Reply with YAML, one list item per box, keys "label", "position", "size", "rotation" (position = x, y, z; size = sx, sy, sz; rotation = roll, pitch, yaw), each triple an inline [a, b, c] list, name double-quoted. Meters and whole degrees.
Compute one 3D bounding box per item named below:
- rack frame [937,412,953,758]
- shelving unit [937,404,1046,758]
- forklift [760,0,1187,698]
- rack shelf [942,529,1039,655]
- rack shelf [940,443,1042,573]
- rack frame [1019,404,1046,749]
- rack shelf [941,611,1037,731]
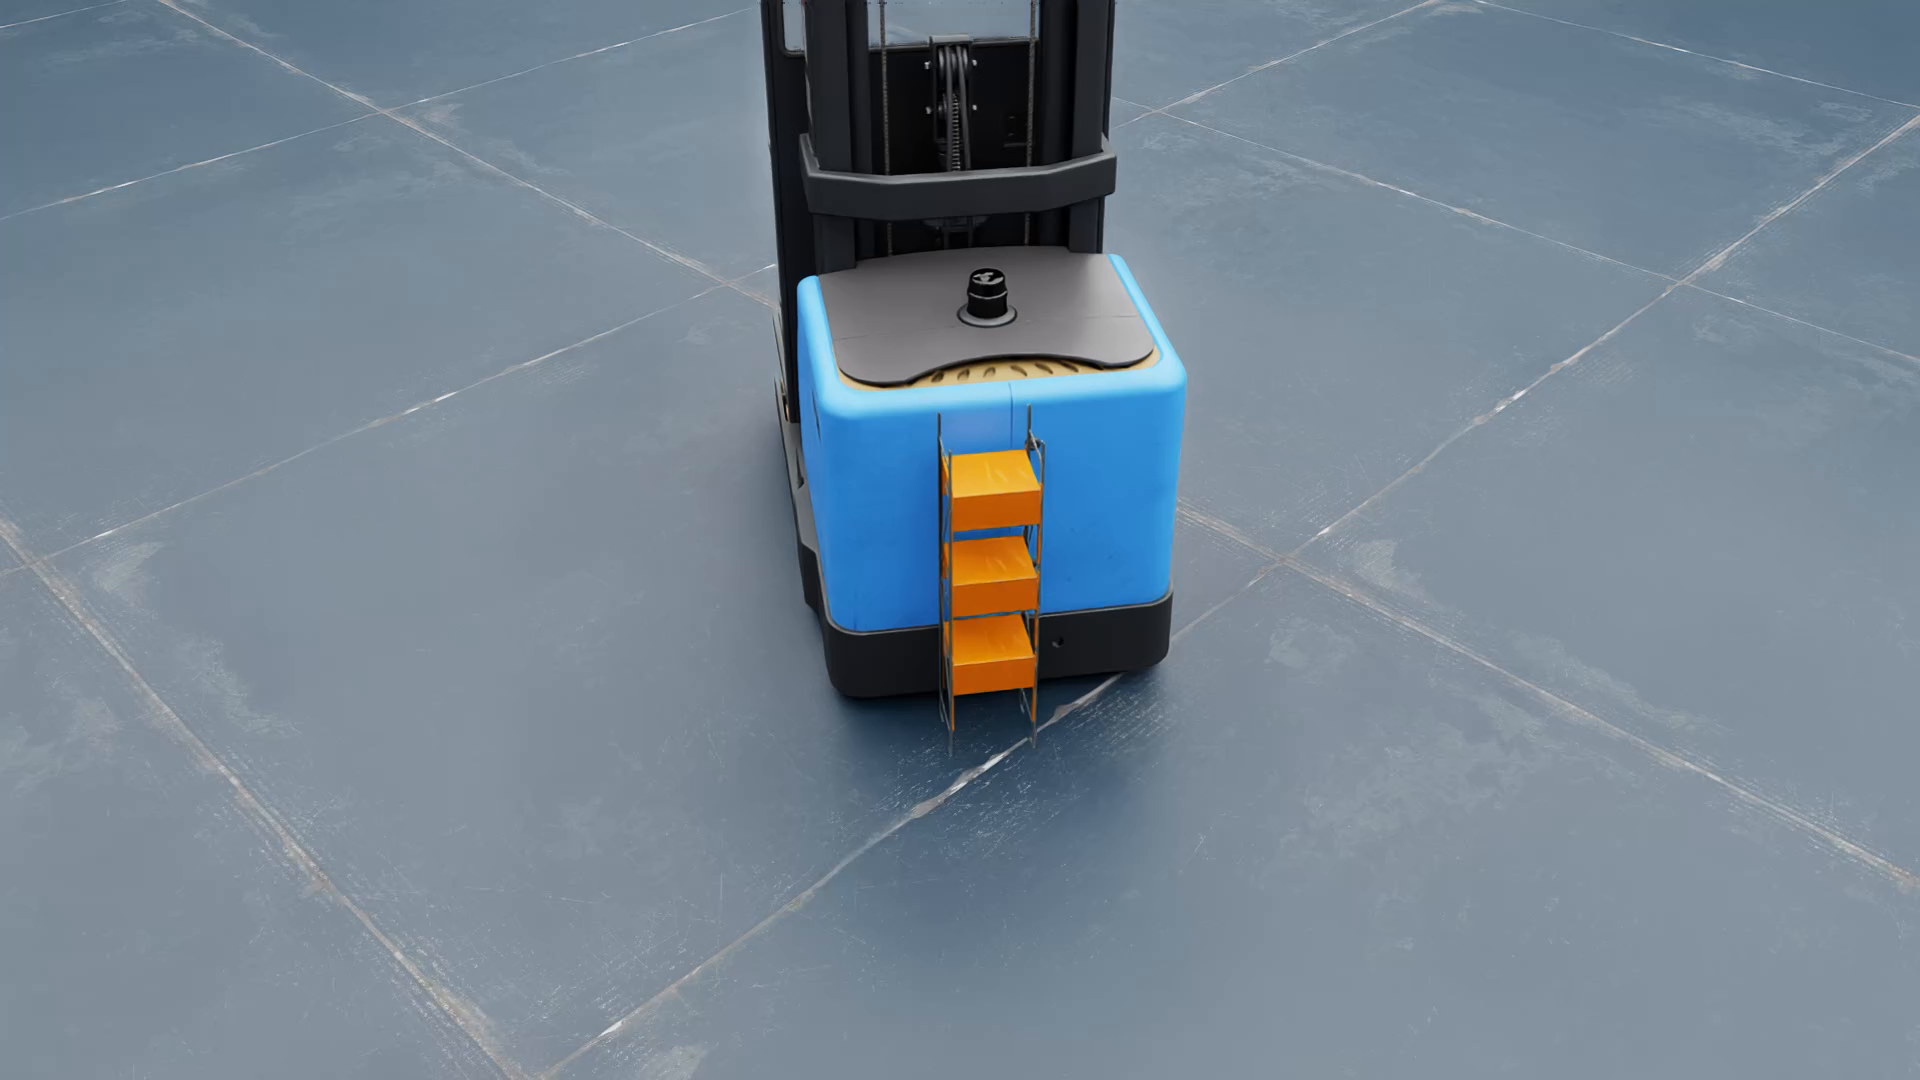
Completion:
- label: "rack frame"
  position: [-0.041, 0.148, 4.620]
  size: [0.008, 1.050, 0.200]
  rotation: [-5, 35, -8]
- label: "shelving unit"
  position: [0.080, 0.137, 4.636]
  size: [0.252, 1.050, 0.215]
  rotation: [-5, 35, -8]
- label: "forklift"
  position: [-0.106, -1.567, 5.435]
  size: [1.130, 2.935, 3.031]
  rotation: [-5, 35, -8]
- label: "rack shelf"
  position: [0.080, 0.145, 4.642]
  size: [0.240, 0.259, 0.215]
  rotation: [-5, 35, -8]
- label: "rack shelf"
  position: [0.080, -0.087, 4.480]
  size: [0.240, 0.259, 0.215]
  rotation: [-5, 35, -8]
- label: "rack frame"
  position: [0.200, 0.125, 4.652]
  size: [0.008, 1.050, 0.200]
  rotation: [-5, 35, -8]
- label: "rack shelf"
  position: [0.080, 0.373, 4.801]
  size: [0.240, 0.259, 0.215]
  rotation: [-5, 35, -8]
